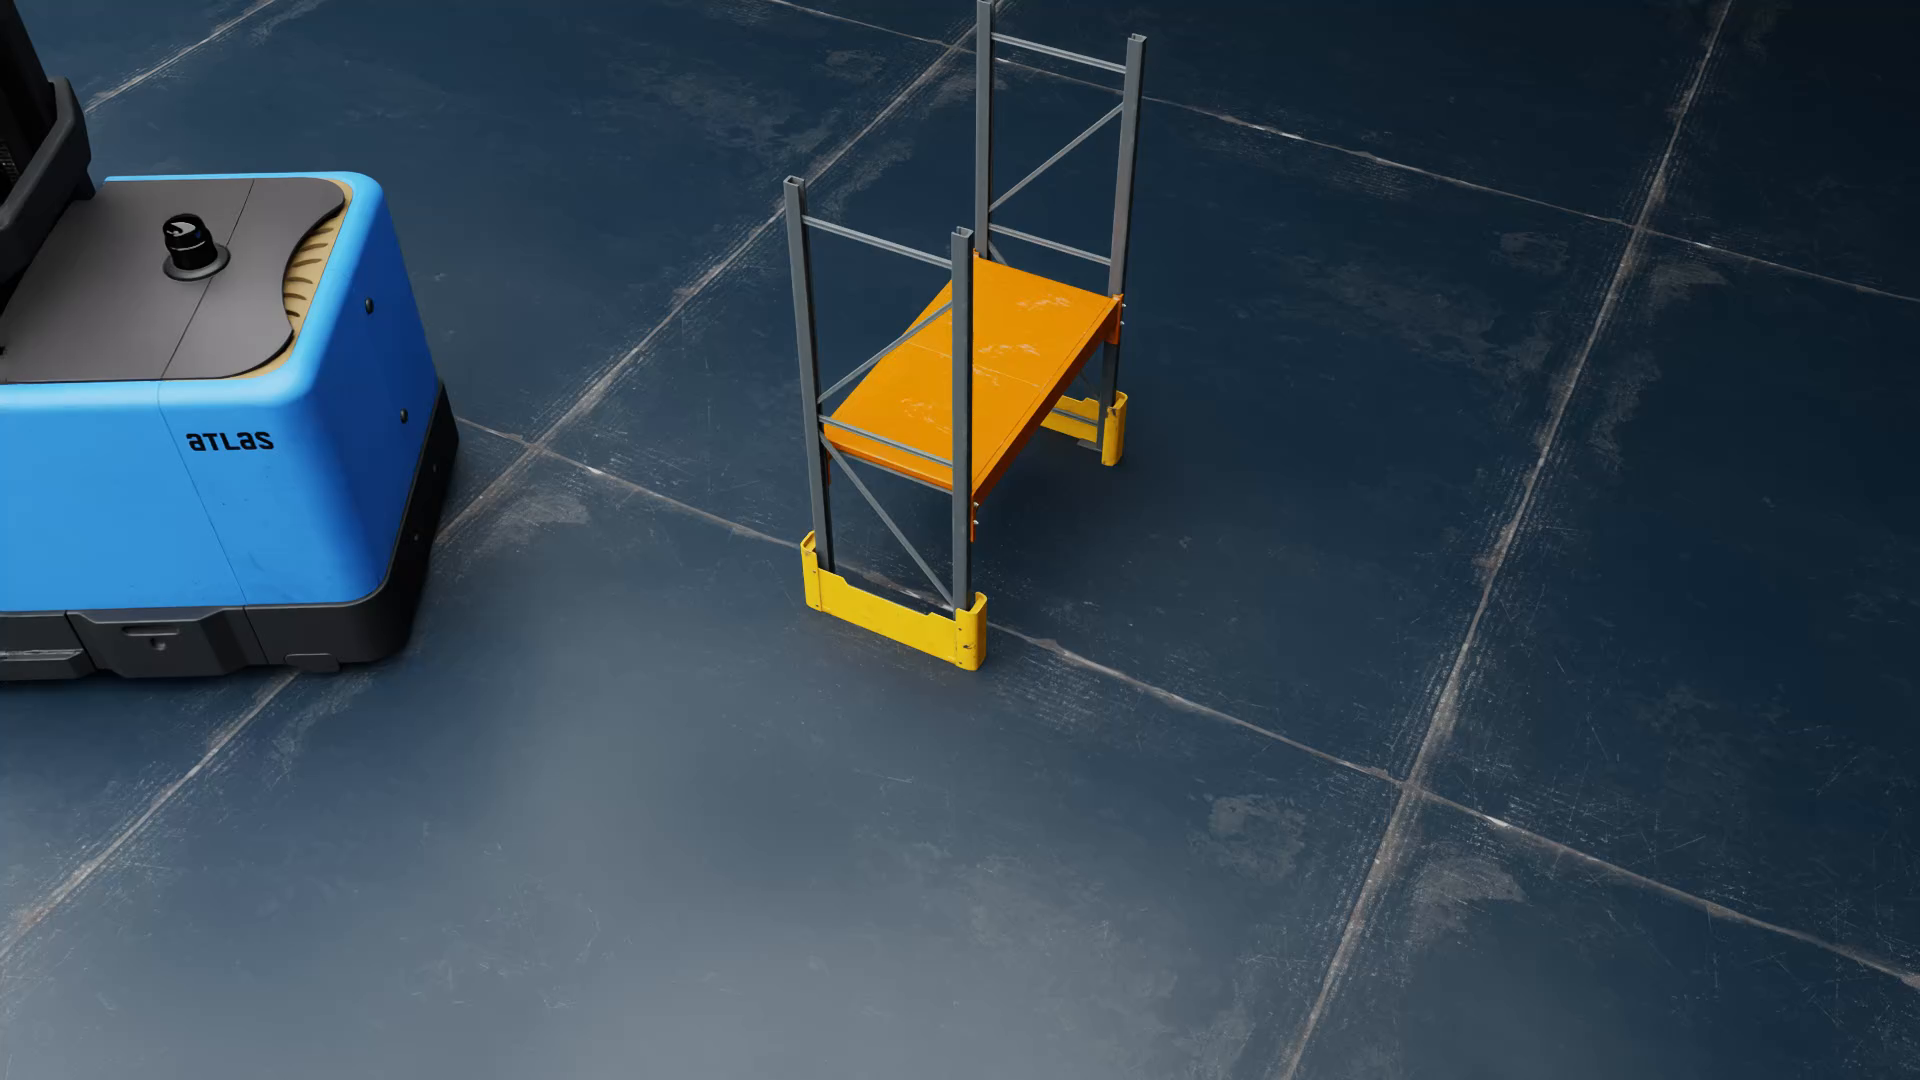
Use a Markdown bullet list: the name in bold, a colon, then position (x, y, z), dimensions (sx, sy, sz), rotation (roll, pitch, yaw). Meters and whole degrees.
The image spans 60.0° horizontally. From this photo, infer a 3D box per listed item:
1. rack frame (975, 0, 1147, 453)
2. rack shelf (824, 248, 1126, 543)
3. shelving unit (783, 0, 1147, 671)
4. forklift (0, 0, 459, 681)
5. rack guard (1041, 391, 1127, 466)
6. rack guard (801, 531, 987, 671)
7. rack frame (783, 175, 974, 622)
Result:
- **rack frame**: position (0.276, -0.901, 5.086), dimensions (0.500, 1.500, 0.032), rotation (20, 49, 19)
- **rack shelf**: position (0.040, -0.455, 4.898), dimensions (0.538, 0.185, 1.000), rotation (20, 49, 19)
- **shelving unit**: position (0.035, -0.575, 4.764), dimensions (0.587, 1.500, 1.083), rotation (20, 49, 19)
- **forklift**: position (-3.146, -0.964, 4.142), dimensions (3.031, 2.935, 1.130), rotation (-2, 45, -1)
- **rack guard**: position (0.267, -0.450, 5.519), dimensions (0.587, 0.250, 0.087), rotation (20, 49, 19)
- **rack guard**: position (-0.196, 0.178, 4.898), dimensions (0.587, 0.250, 0.087), rotation (20, 49, 19)
- **rack frame**: position (-0.196, -0.261, 4.453), dimensions (0.500, 1.500, 0.032), rotation (20, 49, 19)
